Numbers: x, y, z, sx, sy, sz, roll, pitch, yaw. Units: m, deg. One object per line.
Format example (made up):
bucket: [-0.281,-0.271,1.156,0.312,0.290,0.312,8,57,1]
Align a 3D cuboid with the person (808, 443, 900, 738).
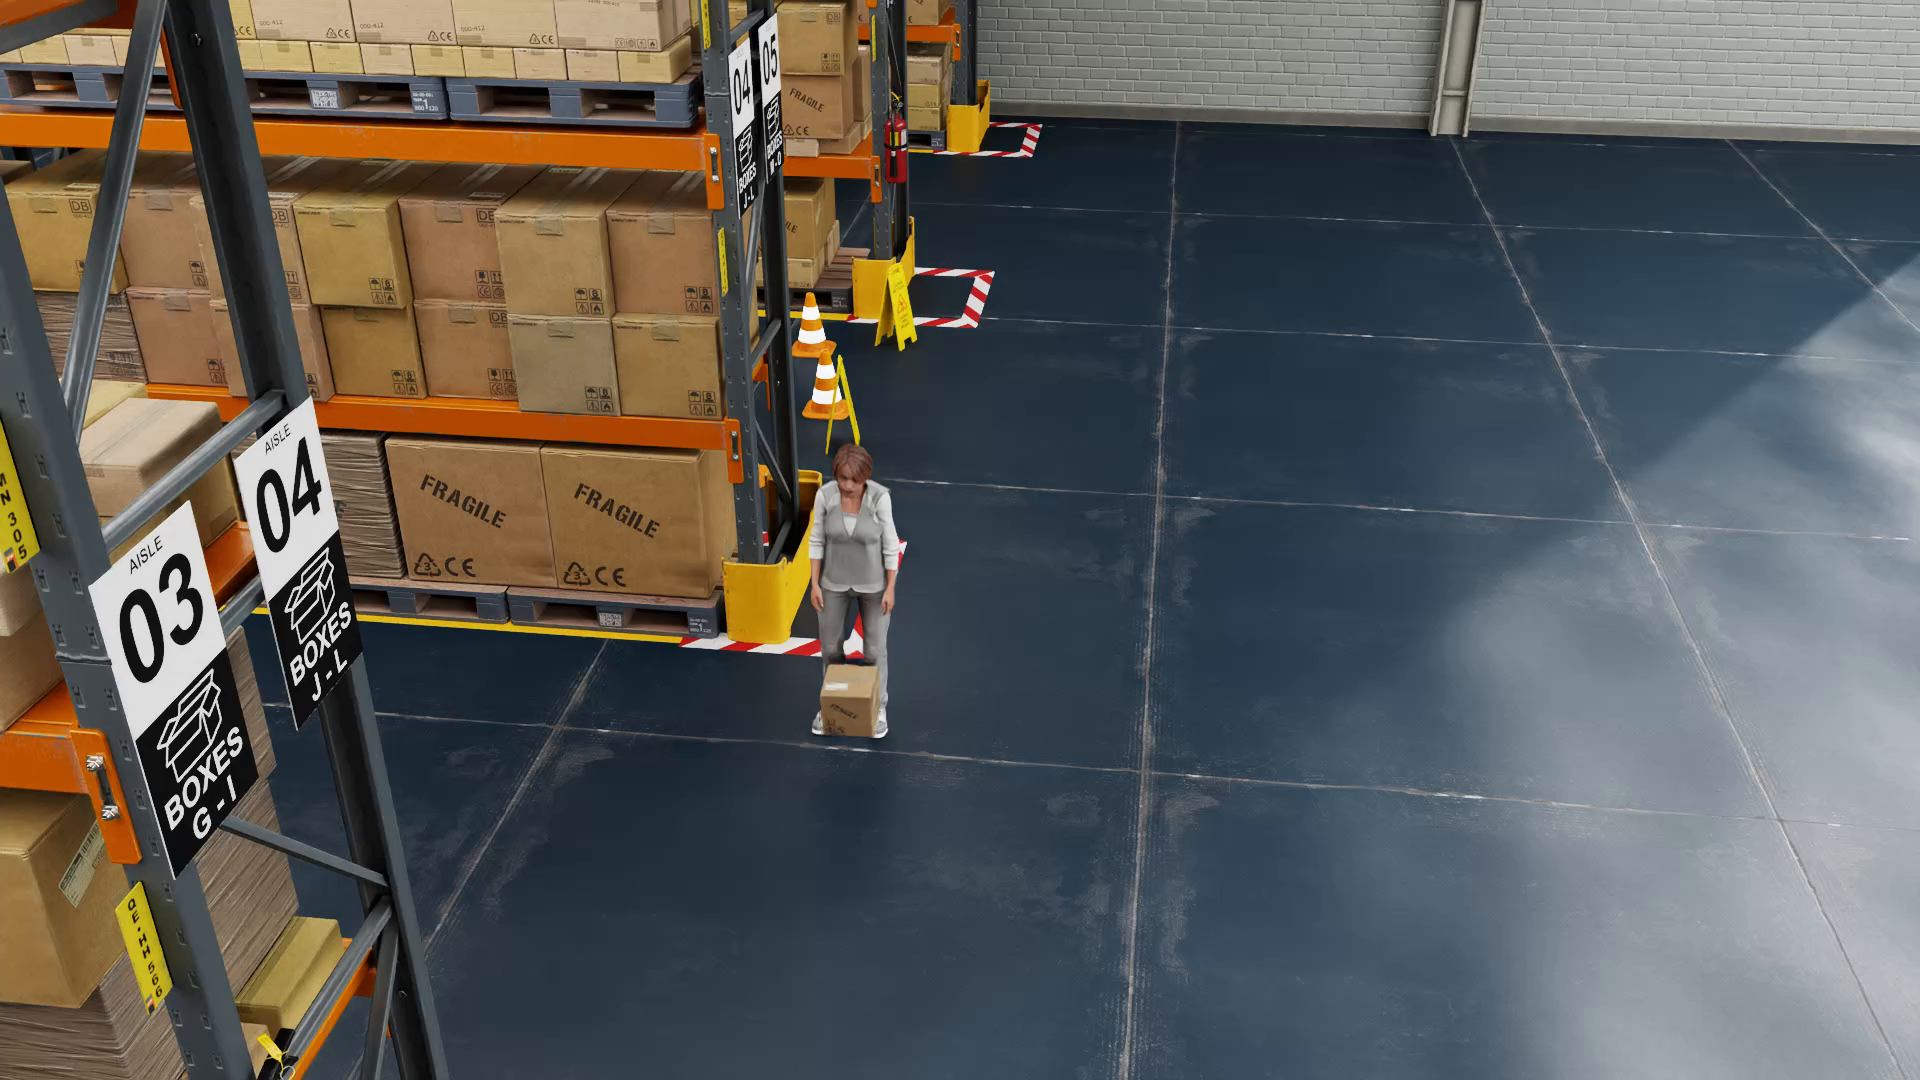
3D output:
person: [-0.520,0.237,8.202,0.456,1.595,0.342,3,29,5]
